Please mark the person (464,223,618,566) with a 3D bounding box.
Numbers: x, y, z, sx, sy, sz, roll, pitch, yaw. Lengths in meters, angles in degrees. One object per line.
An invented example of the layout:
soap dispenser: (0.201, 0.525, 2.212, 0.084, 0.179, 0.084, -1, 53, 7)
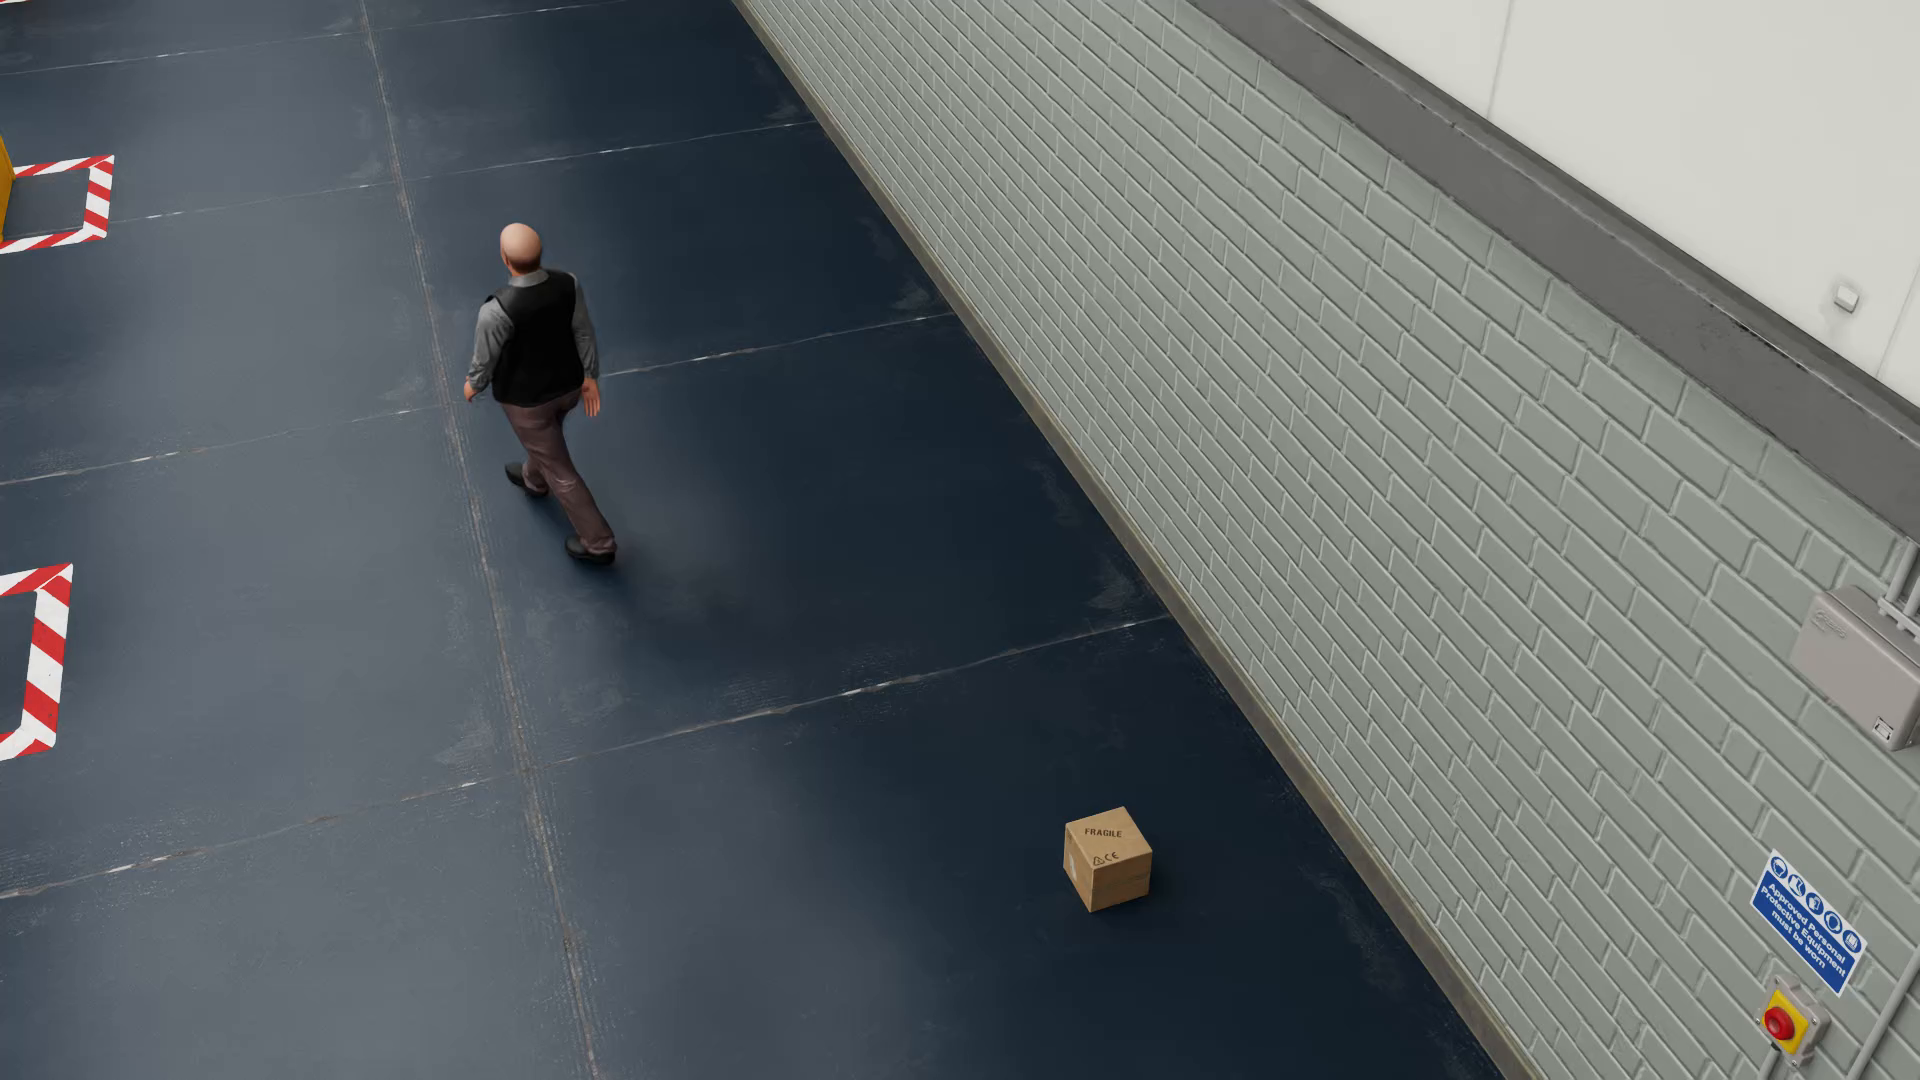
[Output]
person: (-2.019, -0.735, 7.757, 1.021, 1.667, 0.548, 26, 45, 30)
